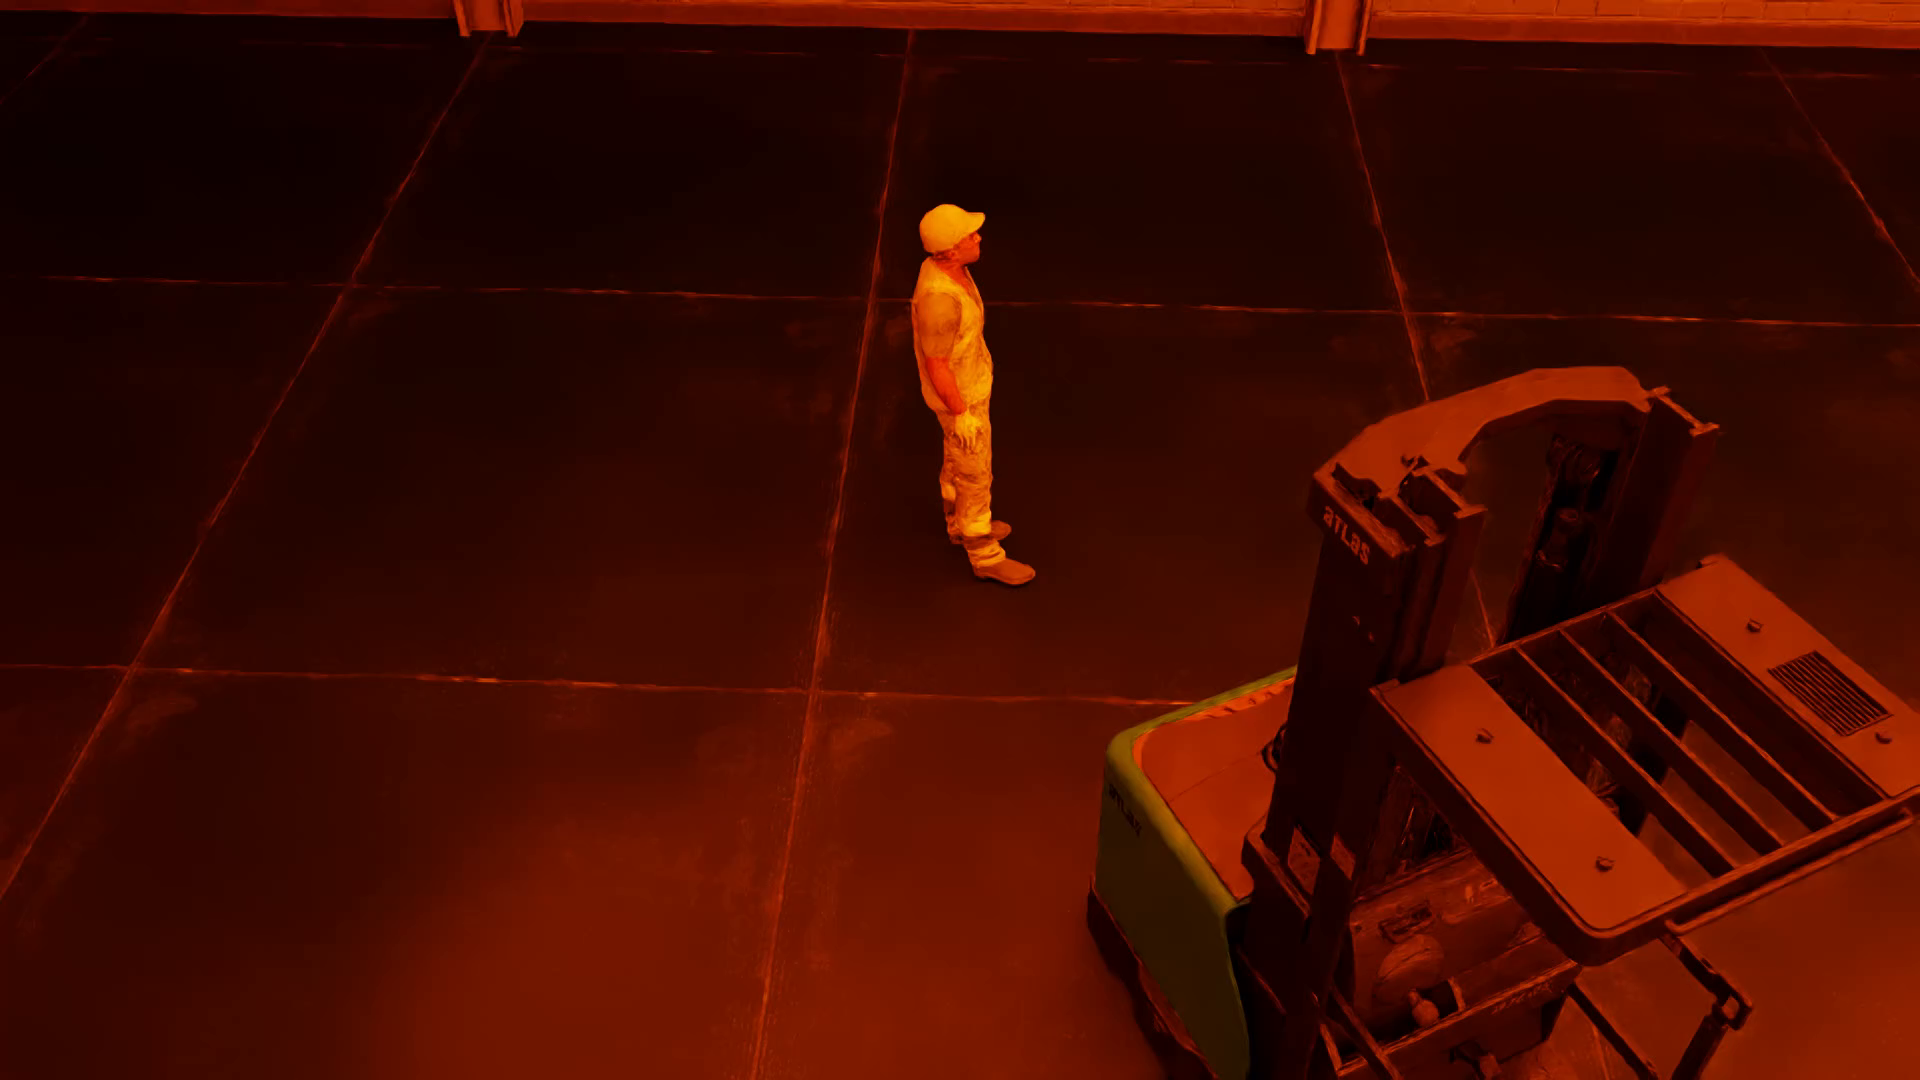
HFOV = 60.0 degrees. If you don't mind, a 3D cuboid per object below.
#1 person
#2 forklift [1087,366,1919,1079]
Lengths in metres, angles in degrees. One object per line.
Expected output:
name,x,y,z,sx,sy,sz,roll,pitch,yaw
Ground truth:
person,0.080,-0.656,7.297,0.563,1.787,0.637,2,42,2
forklift,1.566,1.130,4.504,1.130,2.935,3.031,-18,45,-19
